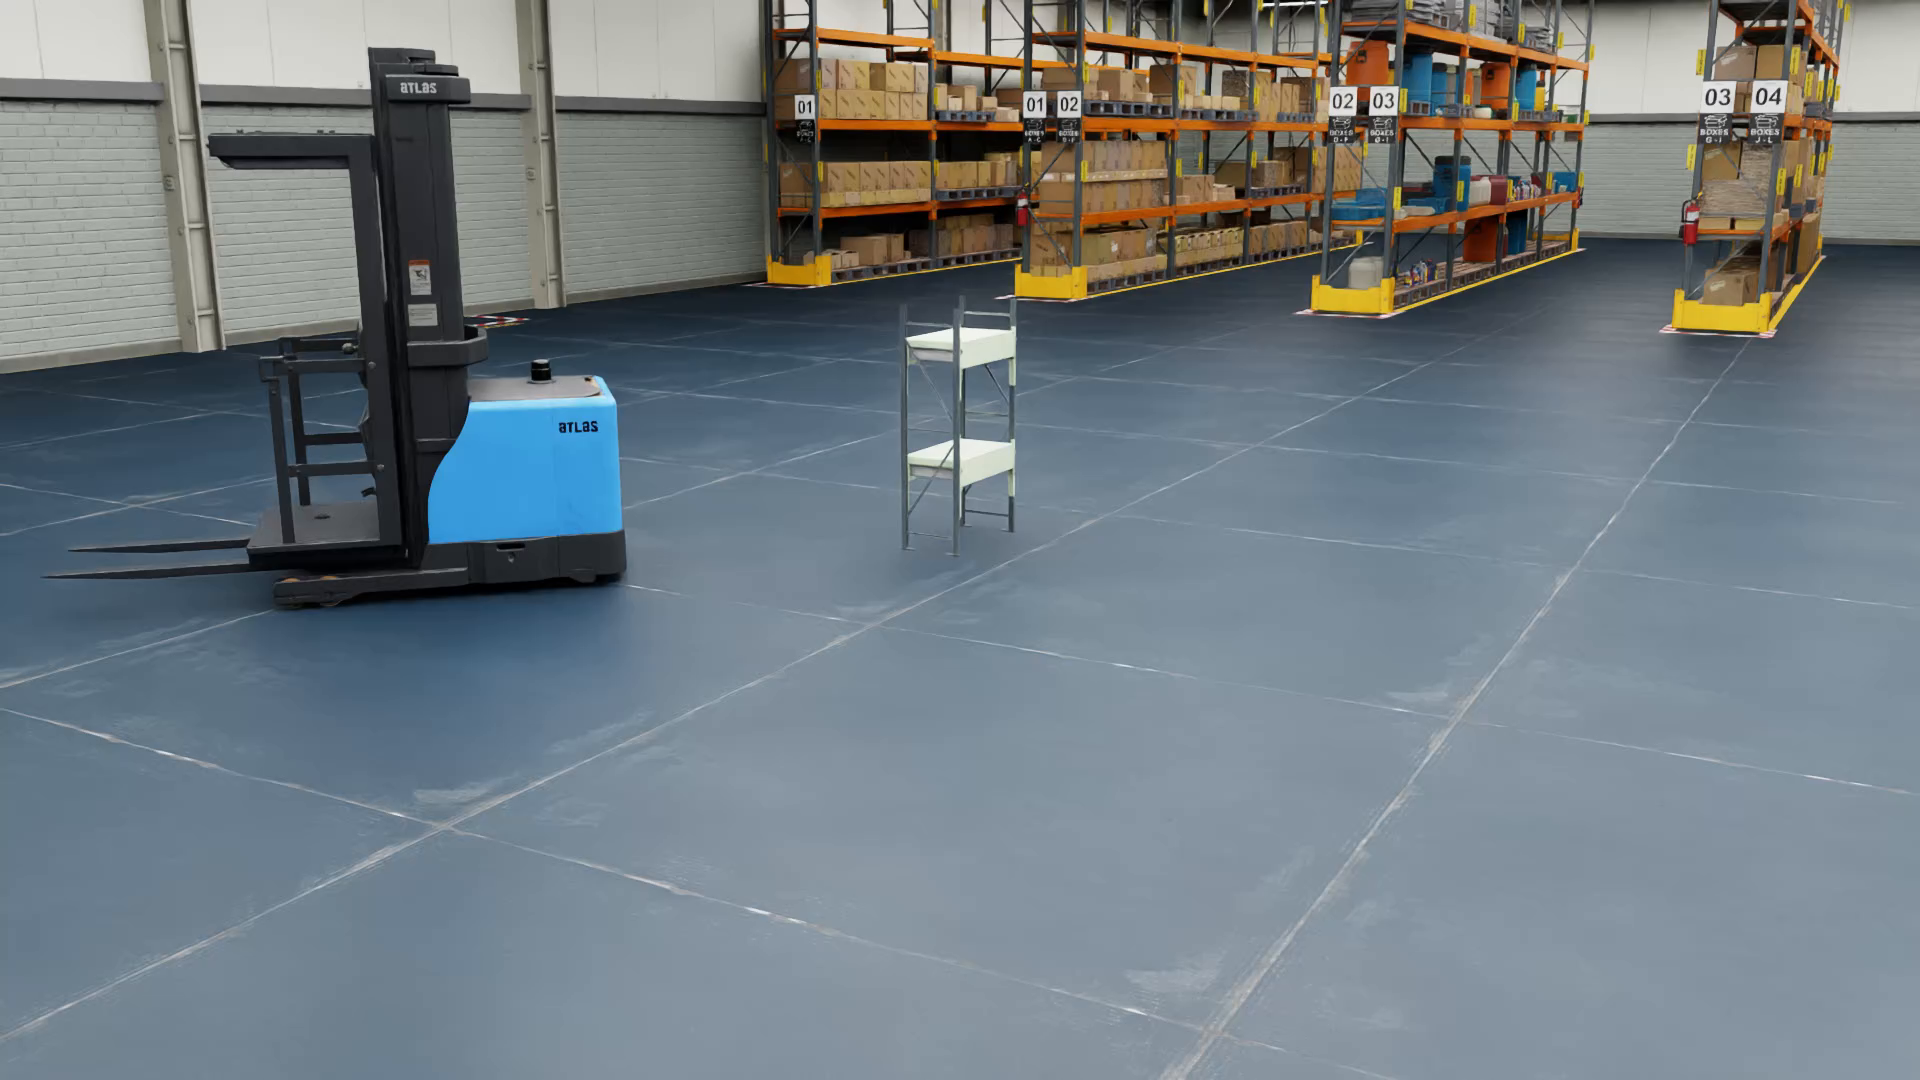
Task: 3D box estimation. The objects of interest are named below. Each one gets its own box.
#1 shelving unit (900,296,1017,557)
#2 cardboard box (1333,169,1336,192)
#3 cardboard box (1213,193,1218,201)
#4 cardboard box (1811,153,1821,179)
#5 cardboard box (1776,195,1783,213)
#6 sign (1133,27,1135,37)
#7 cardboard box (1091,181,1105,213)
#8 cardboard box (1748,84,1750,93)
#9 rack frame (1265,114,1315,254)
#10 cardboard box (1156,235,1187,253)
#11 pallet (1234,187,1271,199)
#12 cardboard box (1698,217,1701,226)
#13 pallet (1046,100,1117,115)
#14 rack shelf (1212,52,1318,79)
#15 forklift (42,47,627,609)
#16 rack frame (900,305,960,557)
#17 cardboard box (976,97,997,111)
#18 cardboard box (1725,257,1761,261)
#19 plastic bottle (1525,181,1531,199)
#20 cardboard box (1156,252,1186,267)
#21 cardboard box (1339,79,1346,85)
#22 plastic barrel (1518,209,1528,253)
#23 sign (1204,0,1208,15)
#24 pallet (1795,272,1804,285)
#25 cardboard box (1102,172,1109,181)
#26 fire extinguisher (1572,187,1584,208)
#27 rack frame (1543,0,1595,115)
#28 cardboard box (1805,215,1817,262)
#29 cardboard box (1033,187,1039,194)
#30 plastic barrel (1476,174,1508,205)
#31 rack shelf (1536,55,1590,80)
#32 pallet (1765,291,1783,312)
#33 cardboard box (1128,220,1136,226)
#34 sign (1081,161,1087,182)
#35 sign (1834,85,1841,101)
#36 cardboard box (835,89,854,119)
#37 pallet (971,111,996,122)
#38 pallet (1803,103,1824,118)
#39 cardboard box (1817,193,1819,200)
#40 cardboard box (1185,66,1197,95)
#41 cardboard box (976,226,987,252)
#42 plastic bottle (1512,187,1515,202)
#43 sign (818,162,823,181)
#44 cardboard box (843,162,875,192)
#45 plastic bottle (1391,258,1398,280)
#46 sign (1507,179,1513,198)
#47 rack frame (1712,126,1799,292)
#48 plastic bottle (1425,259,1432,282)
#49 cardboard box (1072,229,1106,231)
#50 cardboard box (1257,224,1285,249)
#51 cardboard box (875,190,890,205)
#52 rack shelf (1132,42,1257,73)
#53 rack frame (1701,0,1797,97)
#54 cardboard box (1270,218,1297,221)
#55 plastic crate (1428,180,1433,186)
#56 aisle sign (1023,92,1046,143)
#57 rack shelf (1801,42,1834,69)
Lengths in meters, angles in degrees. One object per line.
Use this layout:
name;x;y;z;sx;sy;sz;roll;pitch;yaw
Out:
shelving unit;-0.003;-0.728;10.352;0.431;1.500;0.755;7;15;28
cardboard box;8.245;-8.190;37.891;0.500;0.500;0.500;7;15;28
cardboard box;4.770;-6.649;32.249;0.380;0.149;0.250;9;16;32
cardboard box;16.397;-7.242;32.259;0.500;0.500;0.500;7;15;28
cardboard box;11.376;-4.991;23.986;0.875;0.500;0.500;7;15;28
sign;4.384;-12.753;41.899;0.100;0.325;0.005;7;15;28
cardboard box;1.957;-5.649;27.352;0.700;0.500;0.500;8;16;29
cardboard box;10.595;-6.146;22.694;0.380;0.149;0.250;8;15;29
rack frame;7.271;-7.860;36.735;1.000;3.000;0.127;7;15;28
cardboard box;3.822;-5.415;30.369;0.500;0.311;0.500;7;15;28
pallet;5.604;-7.093;33.964;1.213;0.211;1.003;7;15;28
cardboard box;10.295;-4.343;22.683;0.380;0.149;0.250;7;15;28
pallet;1.835;-6.955;26.772;1.003;0.211;1.213;7;15;28
rack shelf;6.304;-9.822;34.462;1.077;0.370;4.000;7;15;28
forklift;-3.487;-1.188;9.207;3.031;2.935;1.130;-4;14;-16
rack frame;-0.180;-0.653;10.041;0.400;1.500;0.023;7;15;28
cardboard box;0.292;-8.862;34.231;0.797;0.503;0.637;10;17;36
cardboard box;11.846;-4.007;25.191;0.500;0.500;0.500;7;15;26
plastic bottle;11.358;-7.010;33.317;0.144;0.351;0.185;7;15;28
cardboard box;3.816;-5.141;30.427;0.500;0.250;0.500;7;15;27
cardboard box;8.507;-10.358;38.353;0.700;0.500;0.500;7;15;28
plastic barrel;11.328;-6.372;34.146;0.600;0.901;0.708;7;15;28
sign;4.858;-10.508;32.756;0.100;0.325;0.005;7;15;28
pallet;14.455;-4.714;29.635;1.003;0.211;1.213;7;15;28
cardboard box;2.219;-5.975;27.320;0.380;0.149;0.250;7;15;27
fire extinguisher;14.010;-7.879;37.776;0.296;0.674;0.183;7;15;28
rack frame;13.539;-11.035;37.105;1.000;3.000;0.127;7;15;28
cardboard box;15.218;-5.591;30.962;1.225;0.875;0.875;7;15;26
cardboard box;1.491;-7.579;36.065;0.380;0.149;0.250;8;16;29
plastic barrel;9.713;-6.414;30.447;0.600;0.536;0.708;7;15;28
rack shelf;12.572;-10.080;35.534;1.077;0.370;4.000;7;15;28
pallet;11.780;-3.598;25.007;1.003;0.211;1.213;7;15;28
cardboard box;3.880;-7.759;40.754;0.700;0.500;0.500;8;16;29
sign;1.953;-5.793;26.147;0.100;0.325;0.005;7;15;28
sign;18.343;-9.343;34.768;0.100;0.325;0.005;7;15;28
cardboard box;-2.197;-7.621;29.090;0.500;0.500;0.500;9;16;32
pallet;-0.044;-8.474;33.282;1.213;0.211;1.003;7;15;28
pallet;12.964;-6.790;26.298;1.213;0.211;1.003;7;15;28
cardboard box;16.629;-6.746;32.650;0.380;0.149;0.250;8;16;30
cardboard box;3.992;-8.414;30.458;0.500;0.500;0.500;9;16;33
cardboard box;0.131;-6.247;34.441;0.700;0.500;0.500;7;15;28
plastic bottle;10.604;-6.637;31.913;0.061;0.283;0.133;7;15;28
sign;-2.393;-6.318;28.492;0.100;0.325;0.005;7;15;28
cardboard box;-1.871;-6.529;29.893;0.500;0.500;0.500;7;15;26
plastic bottle;7.111;-4.448;27.296;0.144;0.351;0.185;7;15;28
sign;10.157;-6.496;30.729;0.100;0.325;0.005;7;15;28
rack frame;12.074;-5.095;25.269;1.000;3.000;0.127;7;15;28
plastic bottle;7.586;-4.378;27.008;0.144;0.351;0.185;7;15;25
cardboard box;2.182;-5.083;28.588;0.500;0.500;0.500;7;15;28
cardboard box;6.551;-6.417;35.145;0.500;0.500;0.500;7;15;26
cardboard box;-1.618;-6.275;30.438;0.500;0.250;0.500;8;15;29
rack shelf;4.371;-9.001;31.057;1.077;0.370;4.000;7;15;28
rack frame;10.140;-7.191;21.162;1.000;3.000;0.127;7;15;28
cardboard box;7.298;-7.008;37.595;0.500;0.500;0.500;7;15;28
plastic crate;8.623;-6.211;29.762;0.402;0.464;0.583;7;15;28
aisle sign;1.181;-6.681;26.301;0.394;0.787;0.004;7;15;28
rack shelf;14.974;-8.699;29.803;1.077;0.370;4.000;7;15;28
